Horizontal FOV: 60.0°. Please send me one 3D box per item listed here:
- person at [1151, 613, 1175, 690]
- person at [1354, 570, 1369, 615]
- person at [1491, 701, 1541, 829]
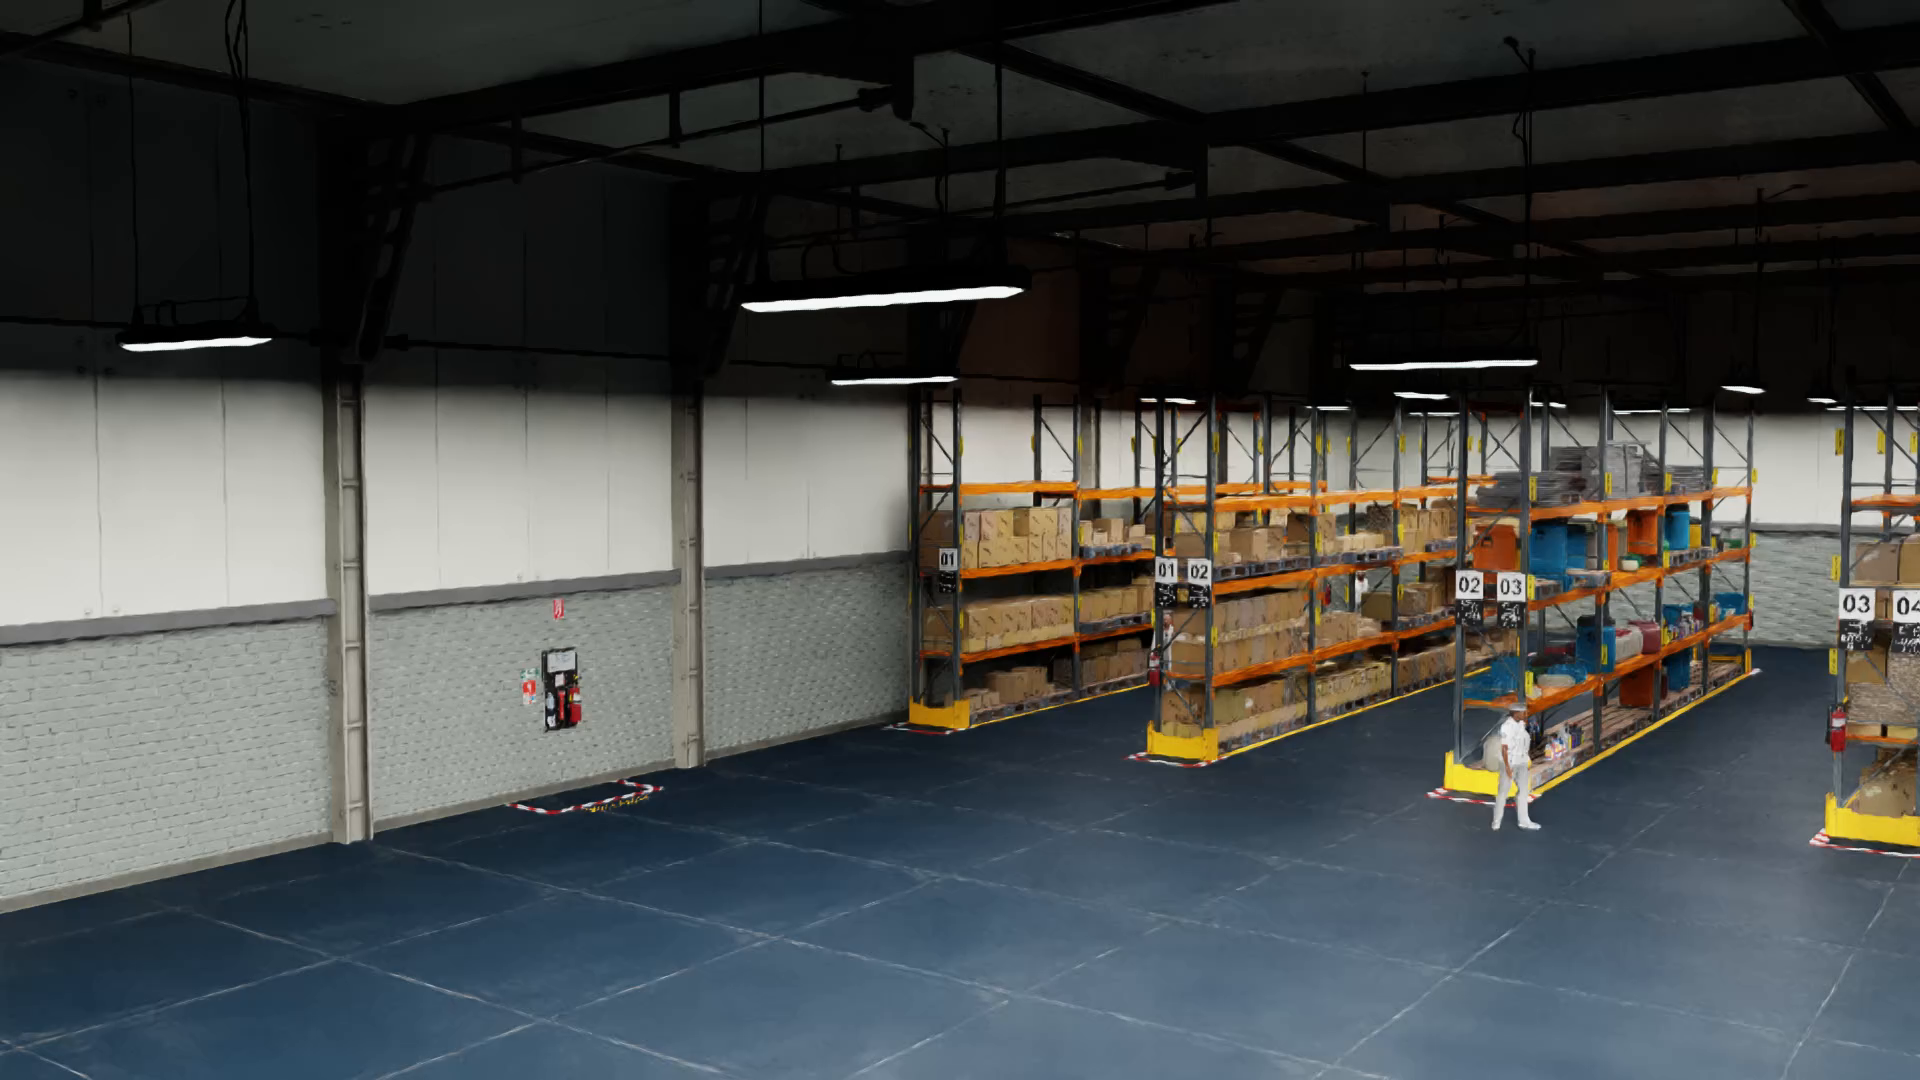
[{"bbox_3d":[4.019,2.283,32.360,0.580,1.715,1.102,2,4,27],"label":"person"},{"bbox_3d":[10.560,1.611,43.682,0.738,1.774,0.570,-1,3,-14],"label":"person"},{"bbox_3d":[7.227,2.927,21.691,0.589,1.674,0.468,-2,4,-30],"label":"person"}]
